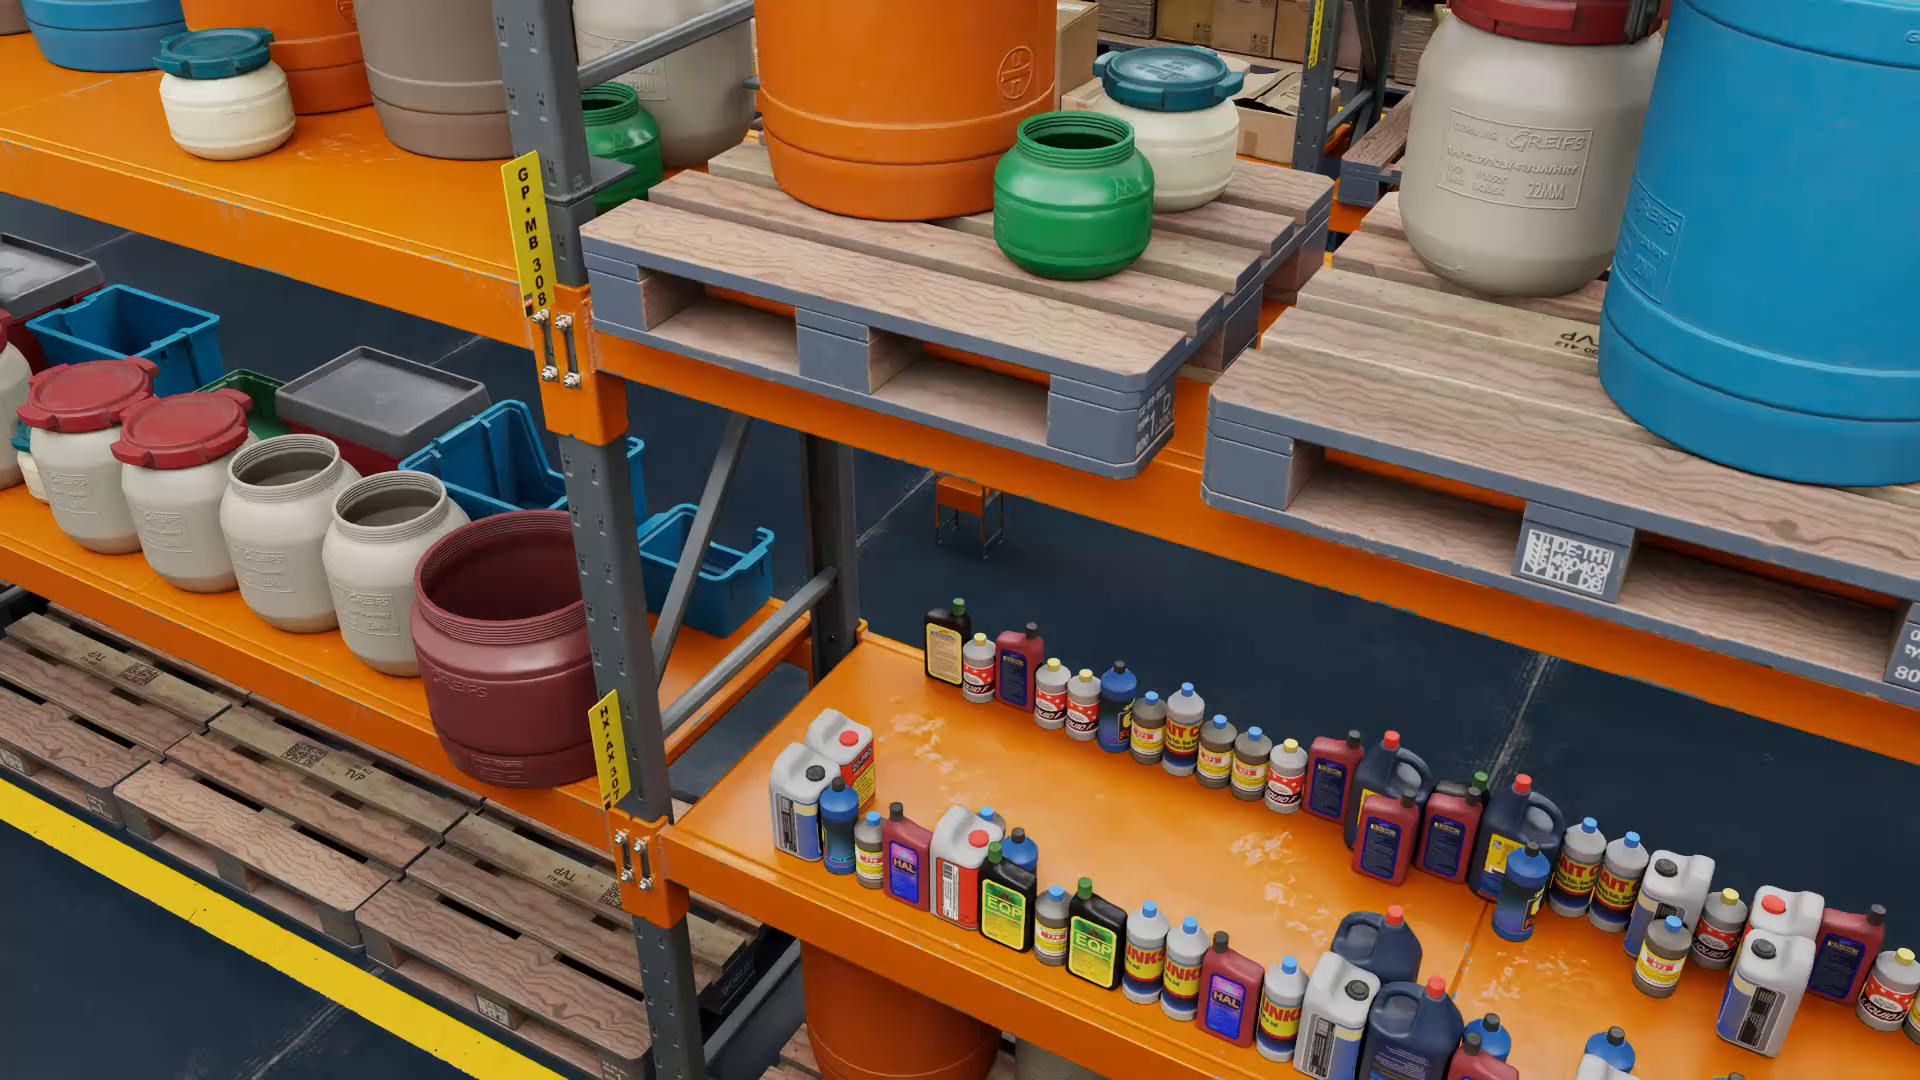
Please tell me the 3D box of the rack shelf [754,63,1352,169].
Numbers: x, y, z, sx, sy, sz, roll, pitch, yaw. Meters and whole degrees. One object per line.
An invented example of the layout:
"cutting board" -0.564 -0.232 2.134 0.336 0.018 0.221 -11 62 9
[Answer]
"rack shelf" 0.126 -2.309 9.160 4.000 0.370 1.077 18 37 24

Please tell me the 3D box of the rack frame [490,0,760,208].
"rack frame" -0.598 -2.173 2.894 0.127 3.000 1.000 18 37 24

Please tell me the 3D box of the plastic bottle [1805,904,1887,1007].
"plastic bottle" 1.997 0.923 3.764 0.133 0.283 0.061 18 37 24

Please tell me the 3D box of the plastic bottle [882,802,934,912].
"plastic bottle" -0.120 0.760 4.008 0.133 0.283 0.061 18 37 24

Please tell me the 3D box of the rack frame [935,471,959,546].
"rack frame" -0.059 -0.456 7.487 0.008 1.050 0.200 18 37 24

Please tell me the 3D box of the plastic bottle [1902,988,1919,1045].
"plastic bottle" 2.173 1.024 3.685 0.097 0.201 0.097 0 34 0

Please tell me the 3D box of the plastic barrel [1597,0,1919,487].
"plastic barrel" 1.317 -0.603 2.412 0.708 0.901 0.600 18 37 24

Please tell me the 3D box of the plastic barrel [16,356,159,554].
"plastic barrel" -2.712 -0.262 5.314 0.433 0.535 0.433 0 34 0

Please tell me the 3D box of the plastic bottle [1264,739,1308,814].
"plastic bottle" 0.848 0.604 4.315 0.097 0.201 0.097 0 34 0

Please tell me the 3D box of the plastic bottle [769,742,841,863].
"plastic bottle" -0.383 0.651 4.179 0.135 0.276 0.152 18 37 24

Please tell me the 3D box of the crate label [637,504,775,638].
"crate label" -0.778 0.098 5.048 0.416 0.233 0.303 18 37 24

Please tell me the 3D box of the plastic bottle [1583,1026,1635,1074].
"plastic bottle" 1.345 1.120 3.478 0.097 0.271 0.097 0 34 0

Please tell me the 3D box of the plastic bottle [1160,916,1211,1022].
"plastic bottle" 0.507 0.952 3.731 0.097 0.271 0.097 0 34 0

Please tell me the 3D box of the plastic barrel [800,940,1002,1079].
"plastic barrel" -0.165 1.179 4.852 0.708 0.830 0.600 18 37 24

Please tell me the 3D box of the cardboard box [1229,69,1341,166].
"cardboard box" 1.569 -2.142 8.341 0.500 0.311 0.500 20 39 27

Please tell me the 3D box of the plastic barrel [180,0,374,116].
"plastic barrel" -1.771 -1.613 4.372 0.708 0.830 0.600 18 37 24

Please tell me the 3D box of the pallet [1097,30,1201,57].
"pallet" 1.521 -4.169 13.820 1.213 0.211 1.003 18 37 24

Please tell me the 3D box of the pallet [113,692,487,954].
"pallet" -2.307 0.917 6.182 1.213 0.211 1.003 18 37 24

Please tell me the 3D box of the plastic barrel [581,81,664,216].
"plastic barrel" -0.838 -0.903 3.833 0.294 0.245 0.294 0 34 0

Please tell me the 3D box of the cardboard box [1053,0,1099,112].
"cardboard box" 0.398 -2.554 8.788 0.500 0.500 0.500 16 37 22

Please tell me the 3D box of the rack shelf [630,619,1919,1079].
"rack shelf" 1.138 1.174 3.930 4.000 0.370 1.077 18 37 24

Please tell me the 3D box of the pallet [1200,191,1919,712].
"pallet" 1.160 -0.225 2.845 1.213 0.211 1.003 18 37 24

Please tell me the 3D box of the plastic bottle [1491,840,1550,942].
"plastic bottle" 1.329 0.820 3.929 0.097 0.271 0.097 0 34 0

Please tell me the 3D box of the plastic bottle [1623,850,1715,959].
"plastic bottle" 1.657 0.847 3.884 0.135 0.276 0.152 18 37 24

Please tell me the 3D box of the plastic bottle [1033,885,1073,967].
"plastic bottle" 0.222 0.891 3.886 0.097 0.201 0.097 0 34 0

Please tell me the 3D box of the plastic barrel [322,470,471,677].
"plastic barrel" -1.597 0.098 4.796 0.421 0.512 0.421 0 34 0

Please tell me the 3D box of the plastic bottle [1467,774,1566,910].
"plastic bottle" 1.351 0.716 4.012 0.185 0.351 0.144 18 37 24

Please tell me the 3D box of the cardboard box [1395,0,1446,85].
"cardboard box" 3.667 -3.759 12.547 0.500 0.500 0.700 18 38 25

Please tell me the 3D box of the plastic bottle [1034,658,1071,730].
"plastic bottle" 0.256 0.417 4.597 0.097 0.201 0.097 0 34 0

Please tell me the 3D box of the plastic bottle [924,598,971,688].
"plastic bottle" -0.035 0.279 4.730 0.133 0.283 0.061 18 37 24

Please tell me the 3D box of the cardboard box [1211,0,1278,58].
"cardboard box" 2.388 -4.214 13.230 0.500 0.500 0.700 18 38 25

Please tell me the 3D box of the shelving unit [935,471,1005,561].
"shelving unit" 0.046 -0.422 7.437 0.252 1.050 0.215 18 37 24

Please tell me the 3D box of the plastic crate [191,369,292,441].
"plastic crate" -2.419 -0.344 5.752 0.662 0.188 0.450 18 37 24

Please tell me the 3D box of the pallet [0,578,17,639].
"pallet" -4.633 0.180 7.289 1.213 0.211 1.003 18 37 24

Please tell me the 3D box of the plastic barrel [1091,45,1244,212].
"plastic barrel" 0.405 -0.817 3.310 0.301 0.262 0.301 0 34 0

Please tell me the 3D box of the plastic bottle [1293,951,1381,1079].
"plastic bottle" 0.821 1.032 3.606 0.135 0.276 0.152 18 37 24

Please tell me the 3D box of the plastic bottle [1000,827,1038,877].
"plastic bottle" 0.136 0.795 3.965 0.097 0.271 0.097 0 34 0

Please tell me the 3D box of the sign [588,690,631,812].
"sign" -0.865 0.523 4.111 0.005 0.325 0.100 18 37 24

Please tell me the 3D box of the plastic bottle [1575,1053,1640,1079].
"plastic bottle" 1.299 1.183 3.379 0.135 0.276 0.152 18 37 24

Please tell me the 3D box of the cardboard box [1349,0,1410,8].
"cardboard box" 3.203 -4.258 12.619 0.500 0.250 0.500 18 38 25

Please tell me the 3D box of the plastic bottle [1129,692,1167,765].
"plastic bottle" 0.510 0.497 4.476 0.097 0.201 0.097 0 34 0
